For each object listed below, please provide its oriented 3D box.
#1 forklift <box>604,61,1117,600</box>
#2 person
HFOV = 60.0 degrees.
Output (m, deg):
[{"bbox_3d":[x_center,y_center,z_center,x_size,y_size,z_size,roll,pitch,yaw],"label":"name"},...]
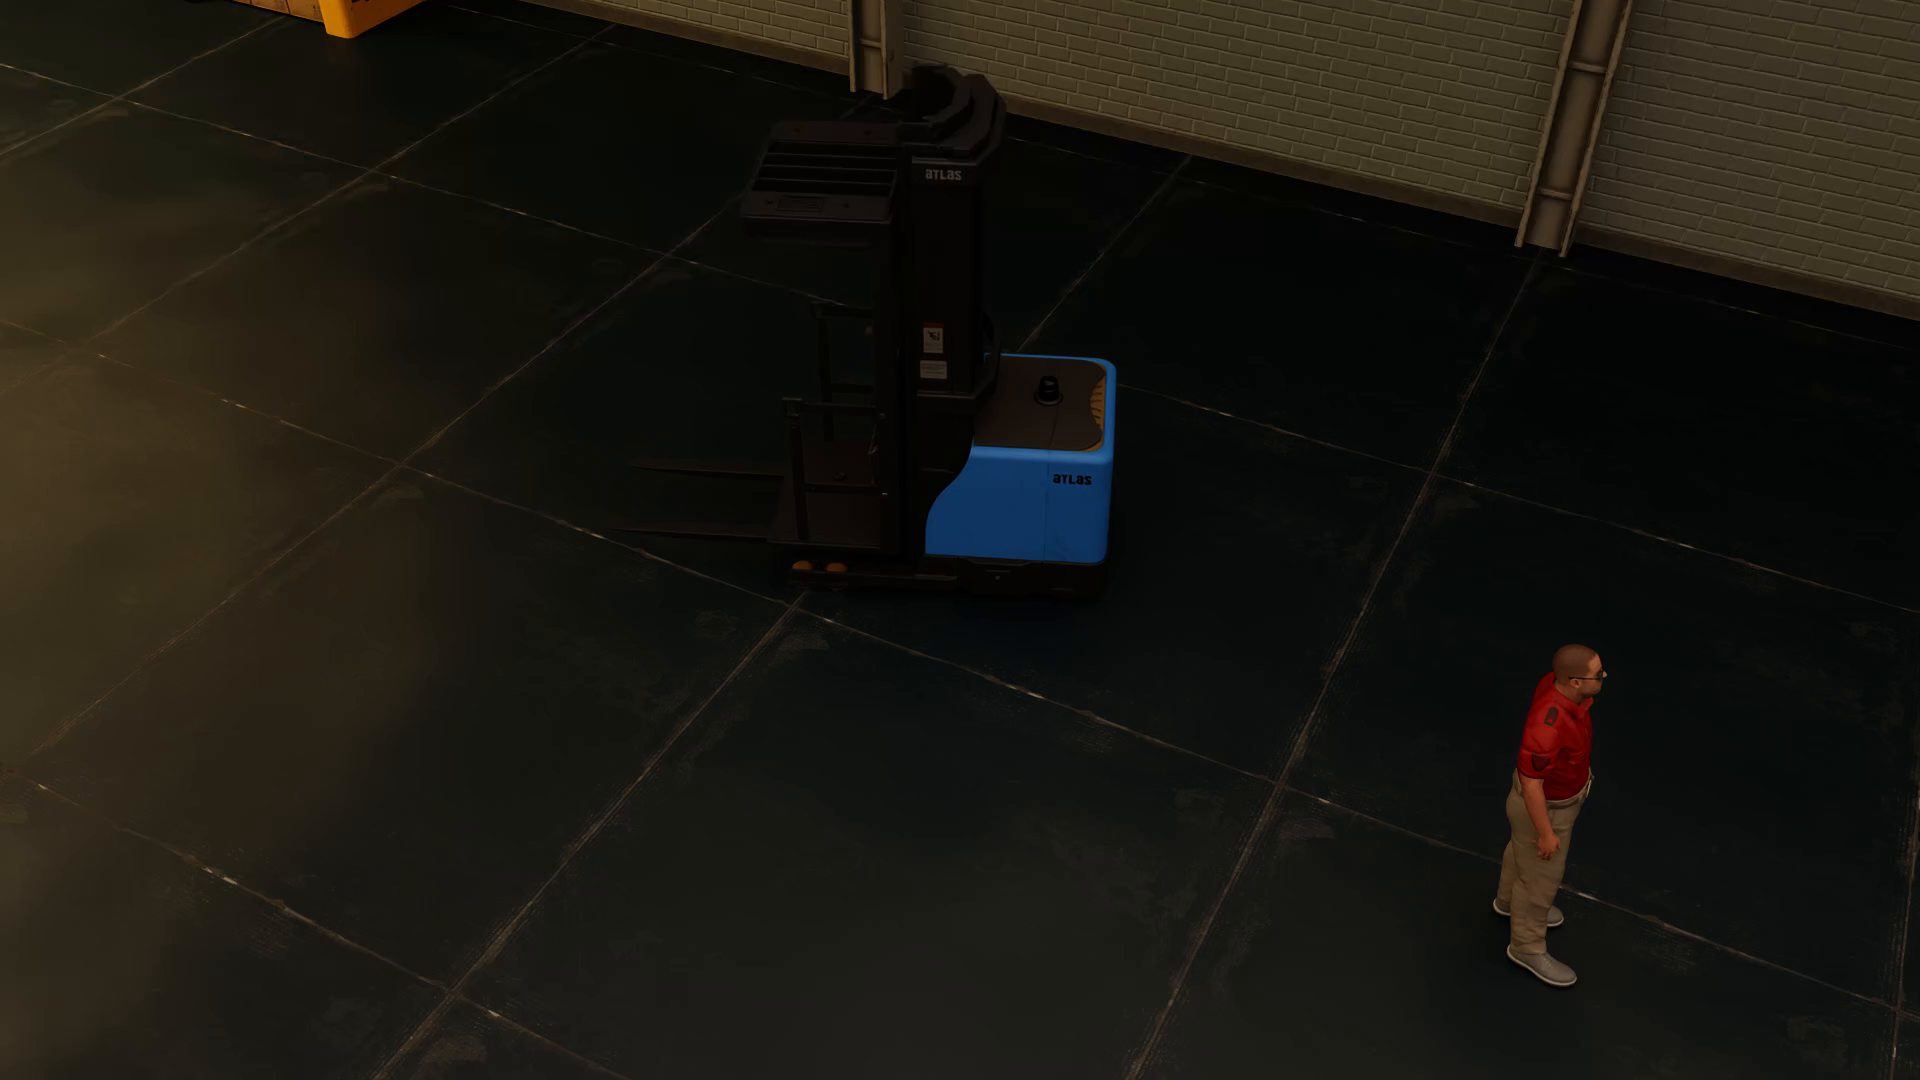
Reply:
[{"bbox_3d":[-0.606,-1.157,9.360,3.031,2.935,1.130,3,40,4],"label":"forklift"},{"bbox_3d":[2.733,1.190,7.495,0.551,1.727,0.641,16,43,18],"label":"person"}]
